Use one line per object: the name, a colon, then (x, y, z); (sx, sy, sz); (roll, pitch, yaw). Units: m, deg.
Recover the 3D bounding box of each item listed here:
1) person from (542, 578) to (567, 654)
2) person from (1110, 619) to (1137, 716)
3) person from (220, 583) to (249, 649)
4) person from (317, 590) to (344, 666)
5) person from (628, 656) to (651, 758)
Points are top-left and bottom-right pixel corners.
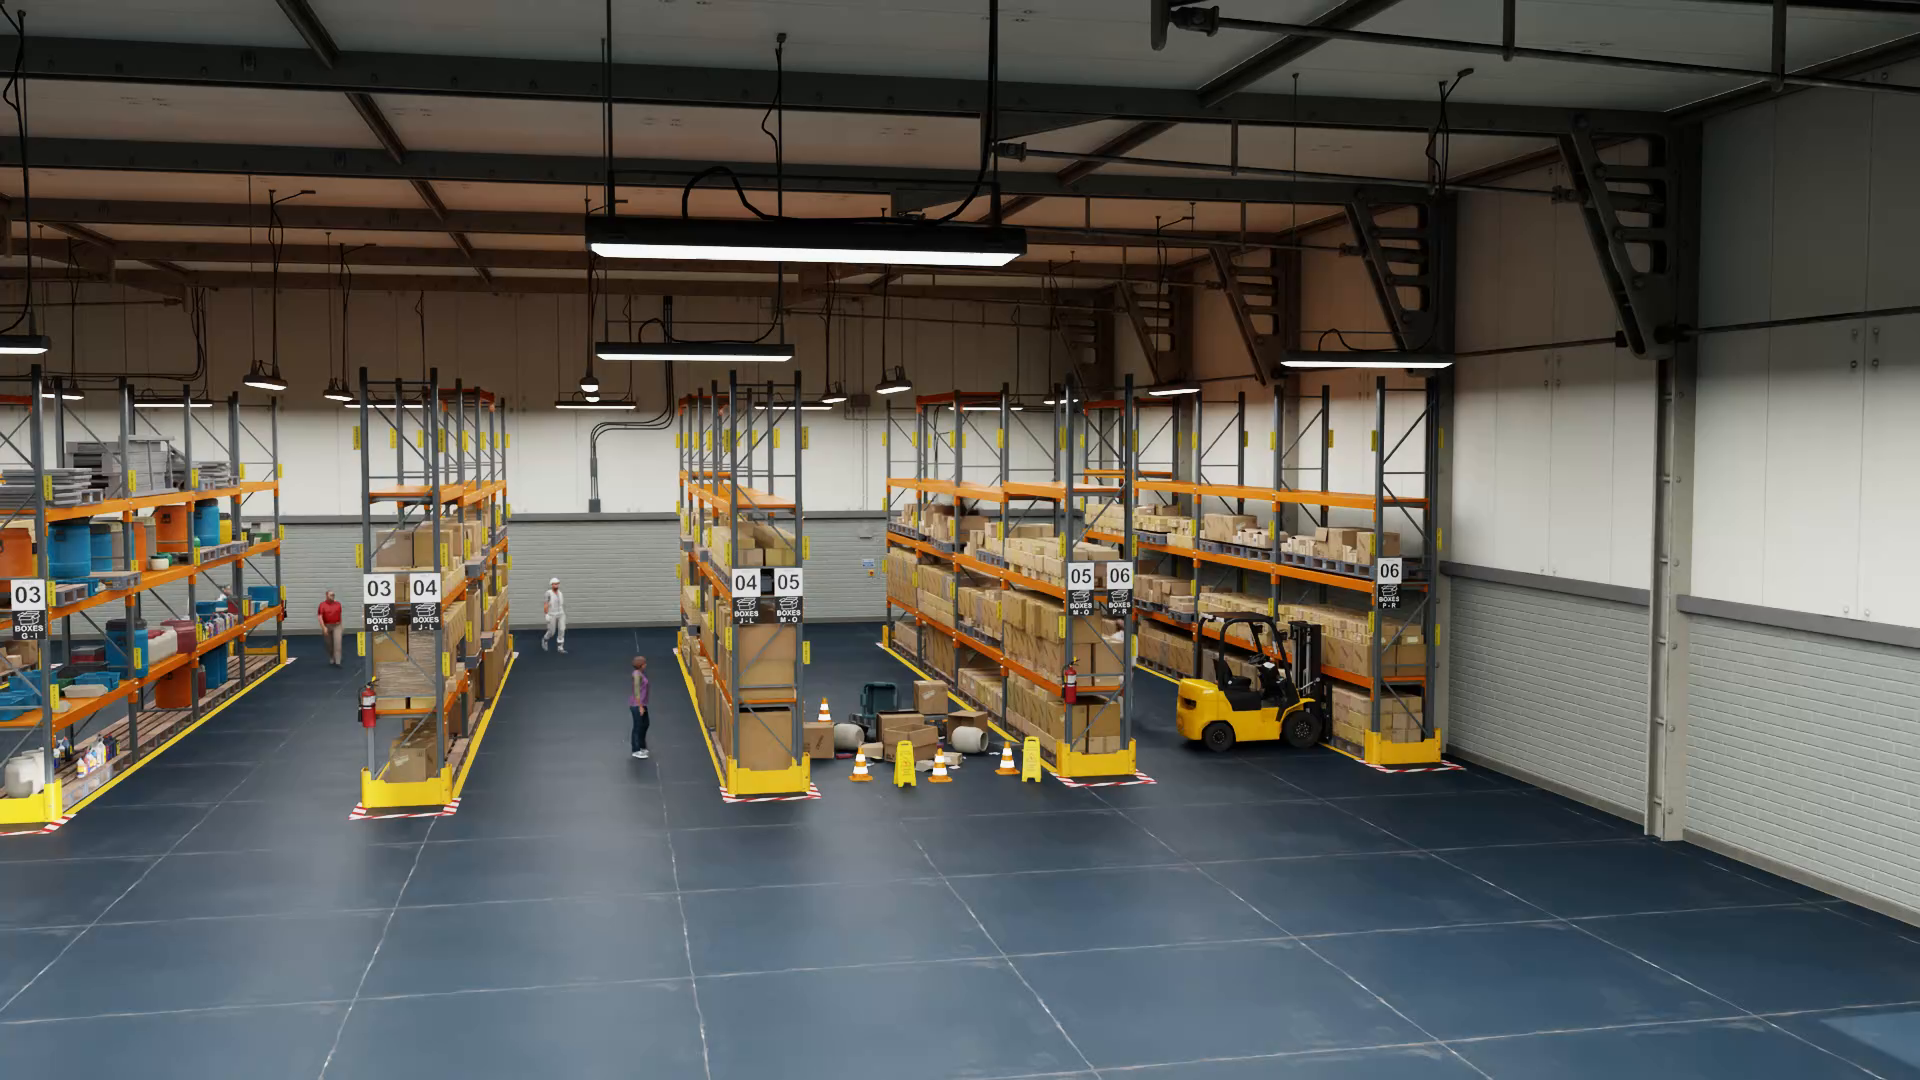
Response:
person: (-9.557, 1.780, 39.106); (0.657, 1.779, 0.569); (3, 5, 44)
person: (2.893, 2.328, 30.103); (0.610, 1.824, 0.648); (-1, 4, -17)
person: (-16.778, 1.838, 38.325); (1.032, 1.714, 0.629); (-1, 4, -23)
person: (-13.951, 1.952, 36.852); (0.530, 1.664, 1.082); (-1, 3, -13)
person: (-5.097, 2.663, 26.381); (0.326, 1.656, 0.479); (0, 3, 3)
